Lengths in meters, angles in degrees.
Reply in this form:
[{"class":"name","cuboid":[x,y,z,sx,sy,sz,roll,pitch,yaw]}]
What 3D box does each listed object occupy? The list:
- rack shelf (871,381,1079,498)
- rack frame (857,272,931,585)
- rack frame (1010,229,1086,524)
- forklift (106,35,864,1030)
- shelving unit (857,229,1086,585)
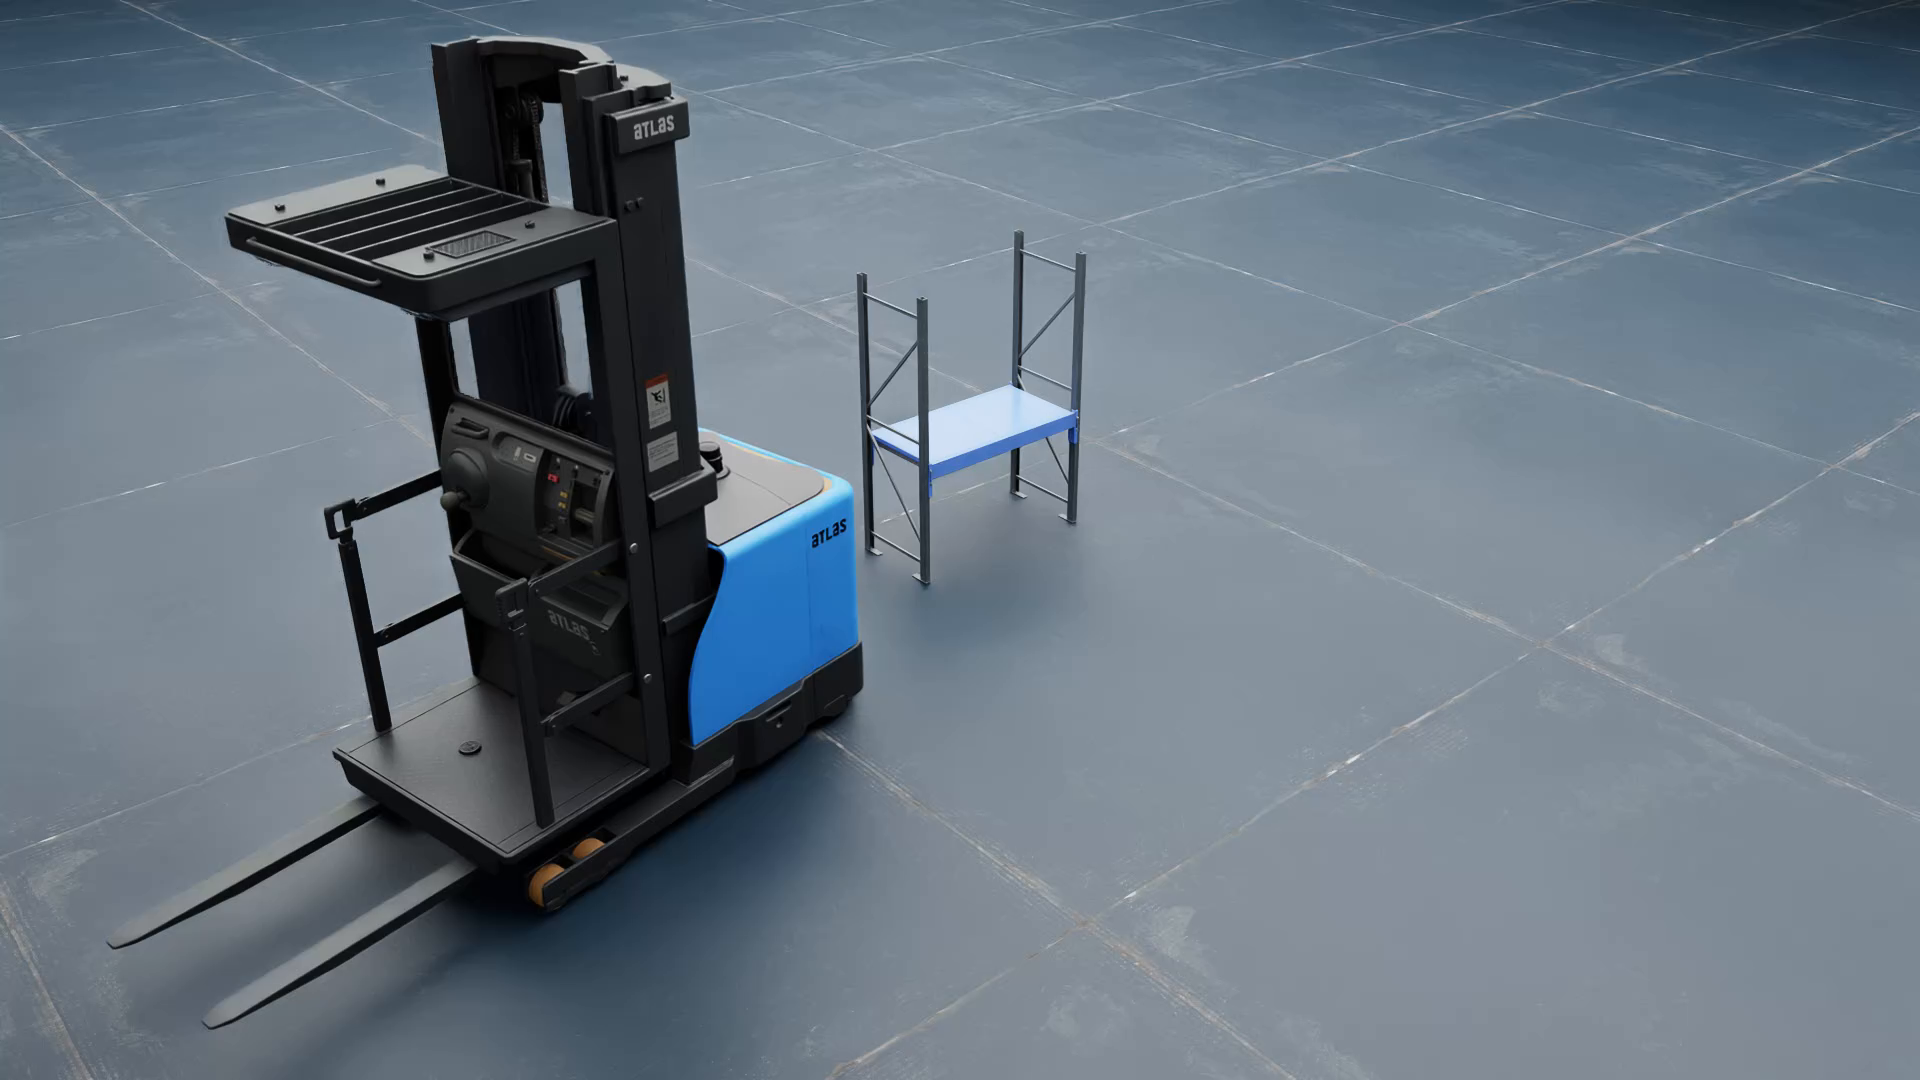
[{"class":"rack shelf","cuboid":[0.065,-0.529,8.530,1.000,0.185,0.538,-22,35,-35]},{"class":"rack frame","cuboid":[-0.322,-0.532,8.154,0.032,1.500,0.500,-22,35,-35]},{"class":"rack frame","cuboid":[0.452,-0.843,8.736,0.032,1.500,0.500,-22,35,-35]},{"class":"forklift","cuboid":[-1.733,-0.184,5.984,1.130,2.935,3.031,20,34,33]},{"class":"shelving unit","cuboid":[0.065,-0.688,8.445,1.048,1.500,0.538,-22,35,-35]}]
